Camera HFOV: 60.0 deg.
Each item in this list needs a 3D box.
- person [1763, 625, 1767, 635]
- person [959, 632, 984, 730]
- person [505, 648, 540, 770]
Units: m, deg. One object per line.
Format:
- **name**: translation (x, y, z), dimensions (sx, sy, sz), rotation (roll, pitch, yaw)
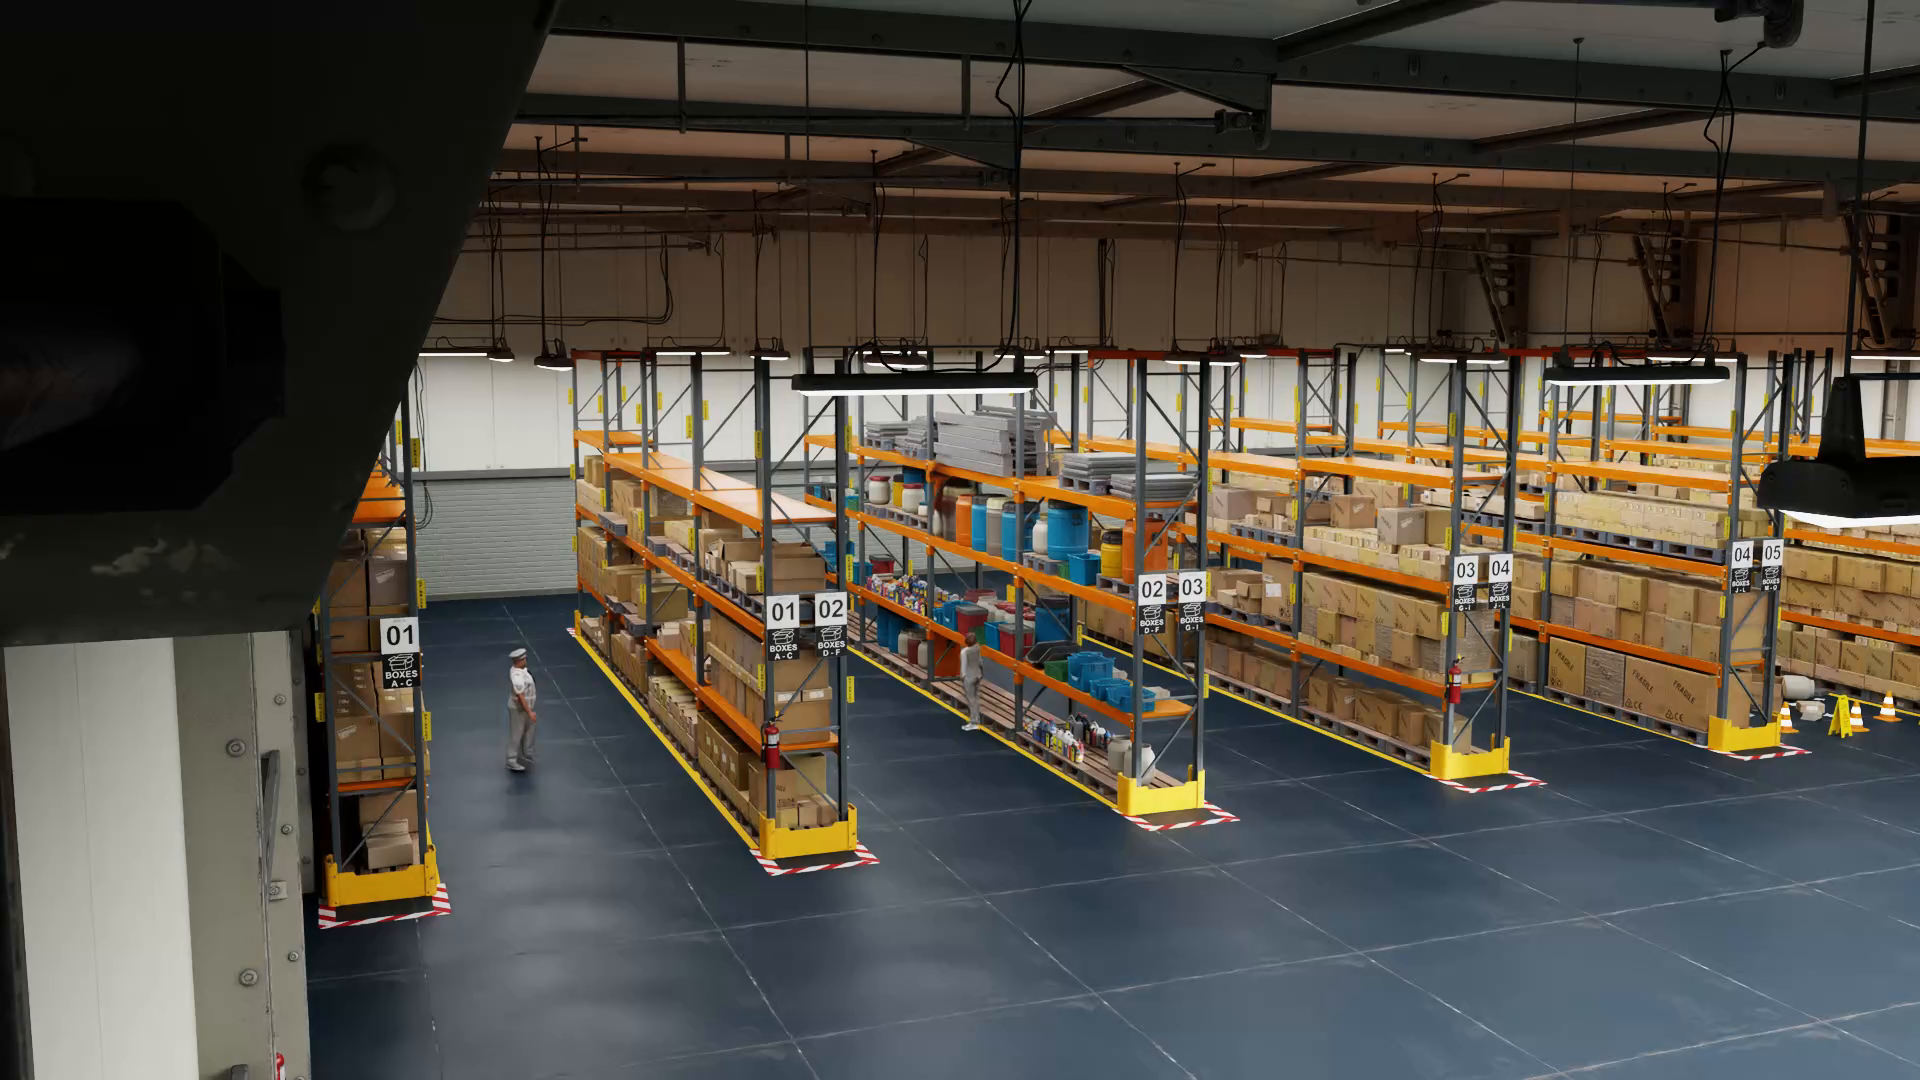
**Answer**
- **person**: translation (16.020, 1.332, 33.215), dimensions (0.436, 1.790, 0.630), rotation (3, 8, 23)
- **person**: translation (0.202, 2.218, 26.483), dimensions (0.378, 1.590, 0.610), rotation (5, 9, 37)
- **person**: translation (-6.385, 2.474, 24.347), dimensions (0.507, 1.825, 0.708), rotation (0, 7, -2)
